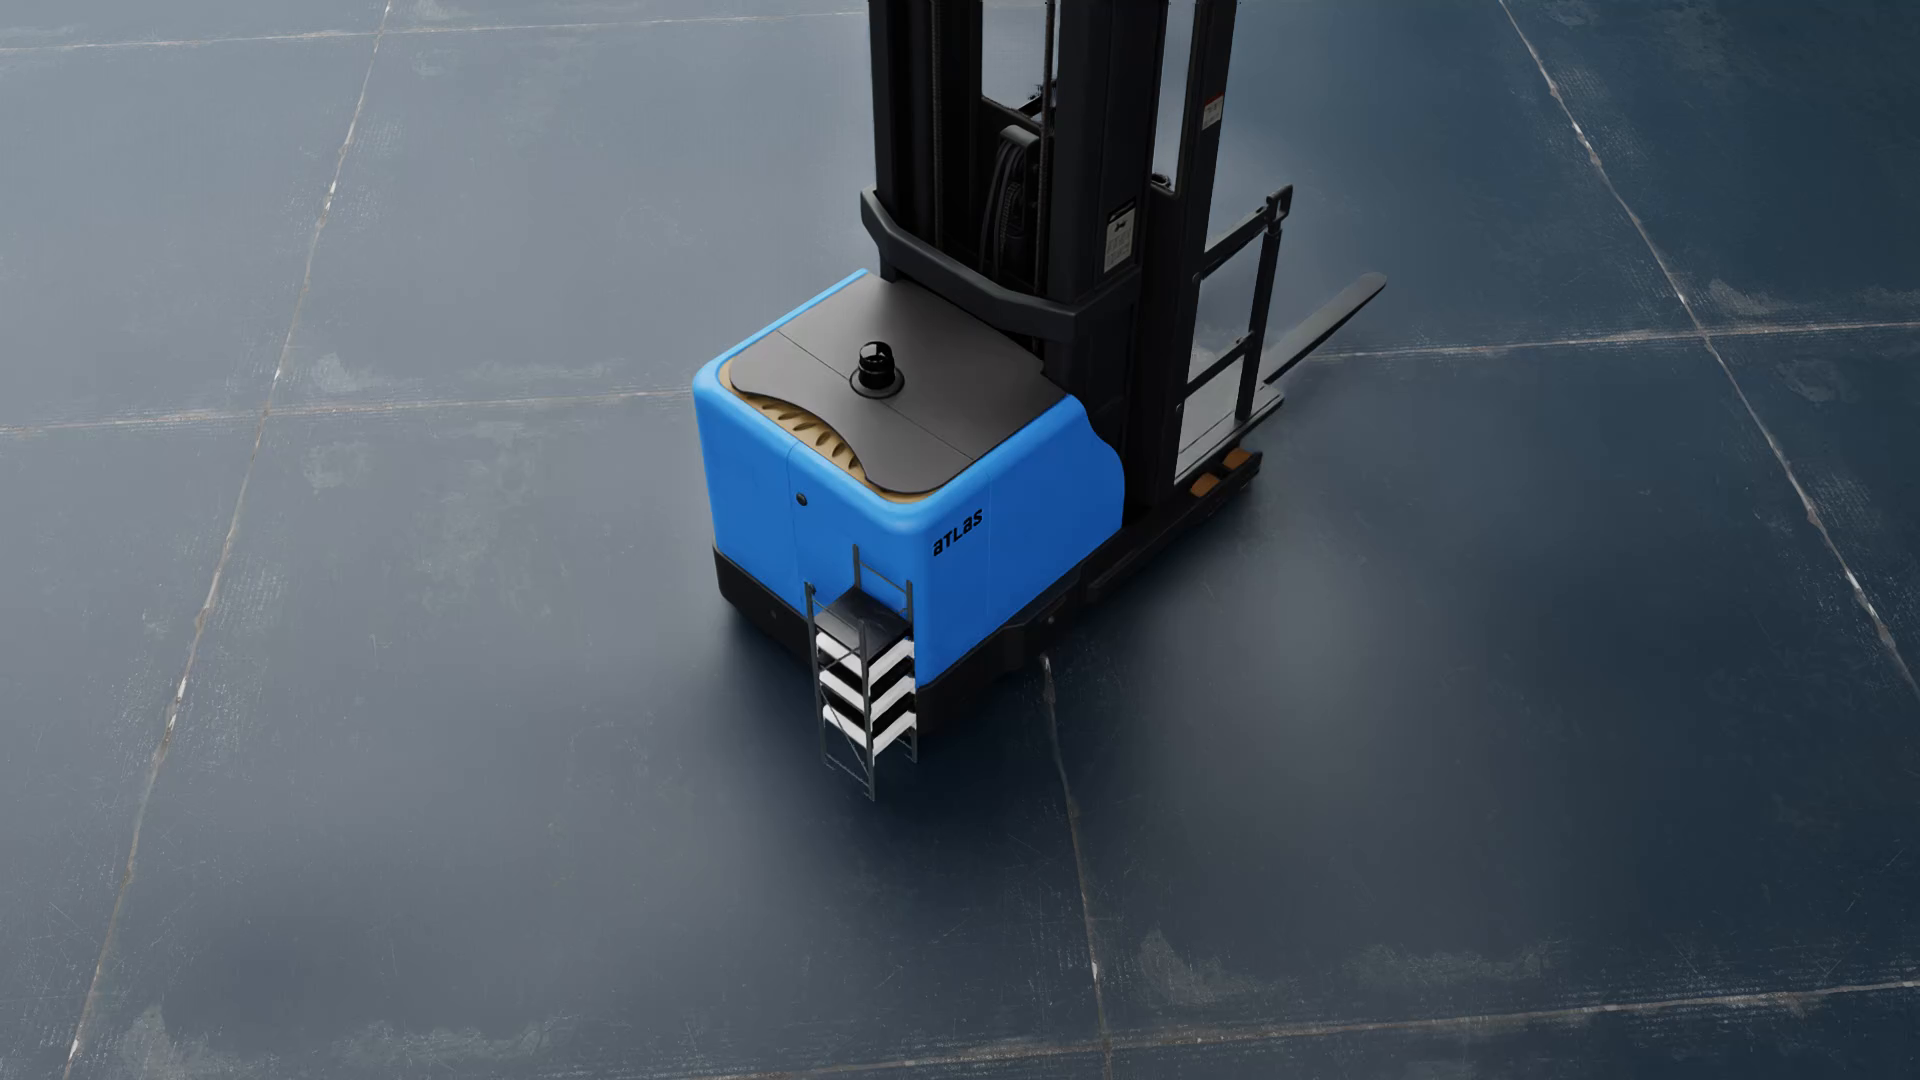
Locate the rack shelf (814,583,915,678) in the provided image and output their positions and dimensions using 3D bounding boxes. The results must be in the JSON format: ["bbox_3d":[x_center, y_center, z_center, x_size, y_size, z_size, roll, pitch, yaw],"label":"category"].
[{"bbox_3d":[-0.299,0.271,5.047,0.258,0.077,0.200,33,55,27],"label":"rack shelf"}]

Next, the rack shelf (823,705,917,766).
[{"bbox_3d":[-0.300,0.581,5.374,0.258,0.077,0.200,33,55,27],"label":"rack shelf"}]

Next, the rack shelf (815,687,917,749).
[{"bbox_3d":[-0.300,0.519,5.309,0.258,0.077,0.200,33,55,27],"label":"rack shelf"}]

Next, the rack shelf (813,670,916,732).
[{"bbox_3d":[-0.300,0.457,5.243,0.258,0.077,0.200,33,55,27],"label":"rack shelf"}]

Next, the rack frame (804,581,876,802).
[{"bbox_3d":[-0.367,0.489,5.166,0.240,0.900,0.006,33,55,27],"label":"rack frame"}]

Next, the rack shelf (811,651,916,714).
[{"bbox_3d":[-0.300,0.395,5.178,0.258,0.077,0.200,33,55,27],"label":"rack shelf"}]

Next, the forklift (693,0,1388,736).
[{"bbox_3d":[0.513,-1.330,5.491,1.130,2.935,3.031,35,56,28],"label":"forklift"}]

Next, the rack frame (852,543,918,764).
[{"bbox_3d":[-0.232,0.379,5.271,0.240,0.900,0.006,33,55,27],"label":"rack frame"}]

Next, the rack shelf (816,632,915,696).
[{"bbox_3d":[-0.300,0.333,5.112,0.258,0.077,0.200,33,55,27],"label":"rack shelf"}]

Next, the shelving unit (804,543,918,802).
[{"bbox_3d":[-0.300,0.434,5.219,0.258,0.900,0.210,33,55,27],"label":"shelving unit"}]
